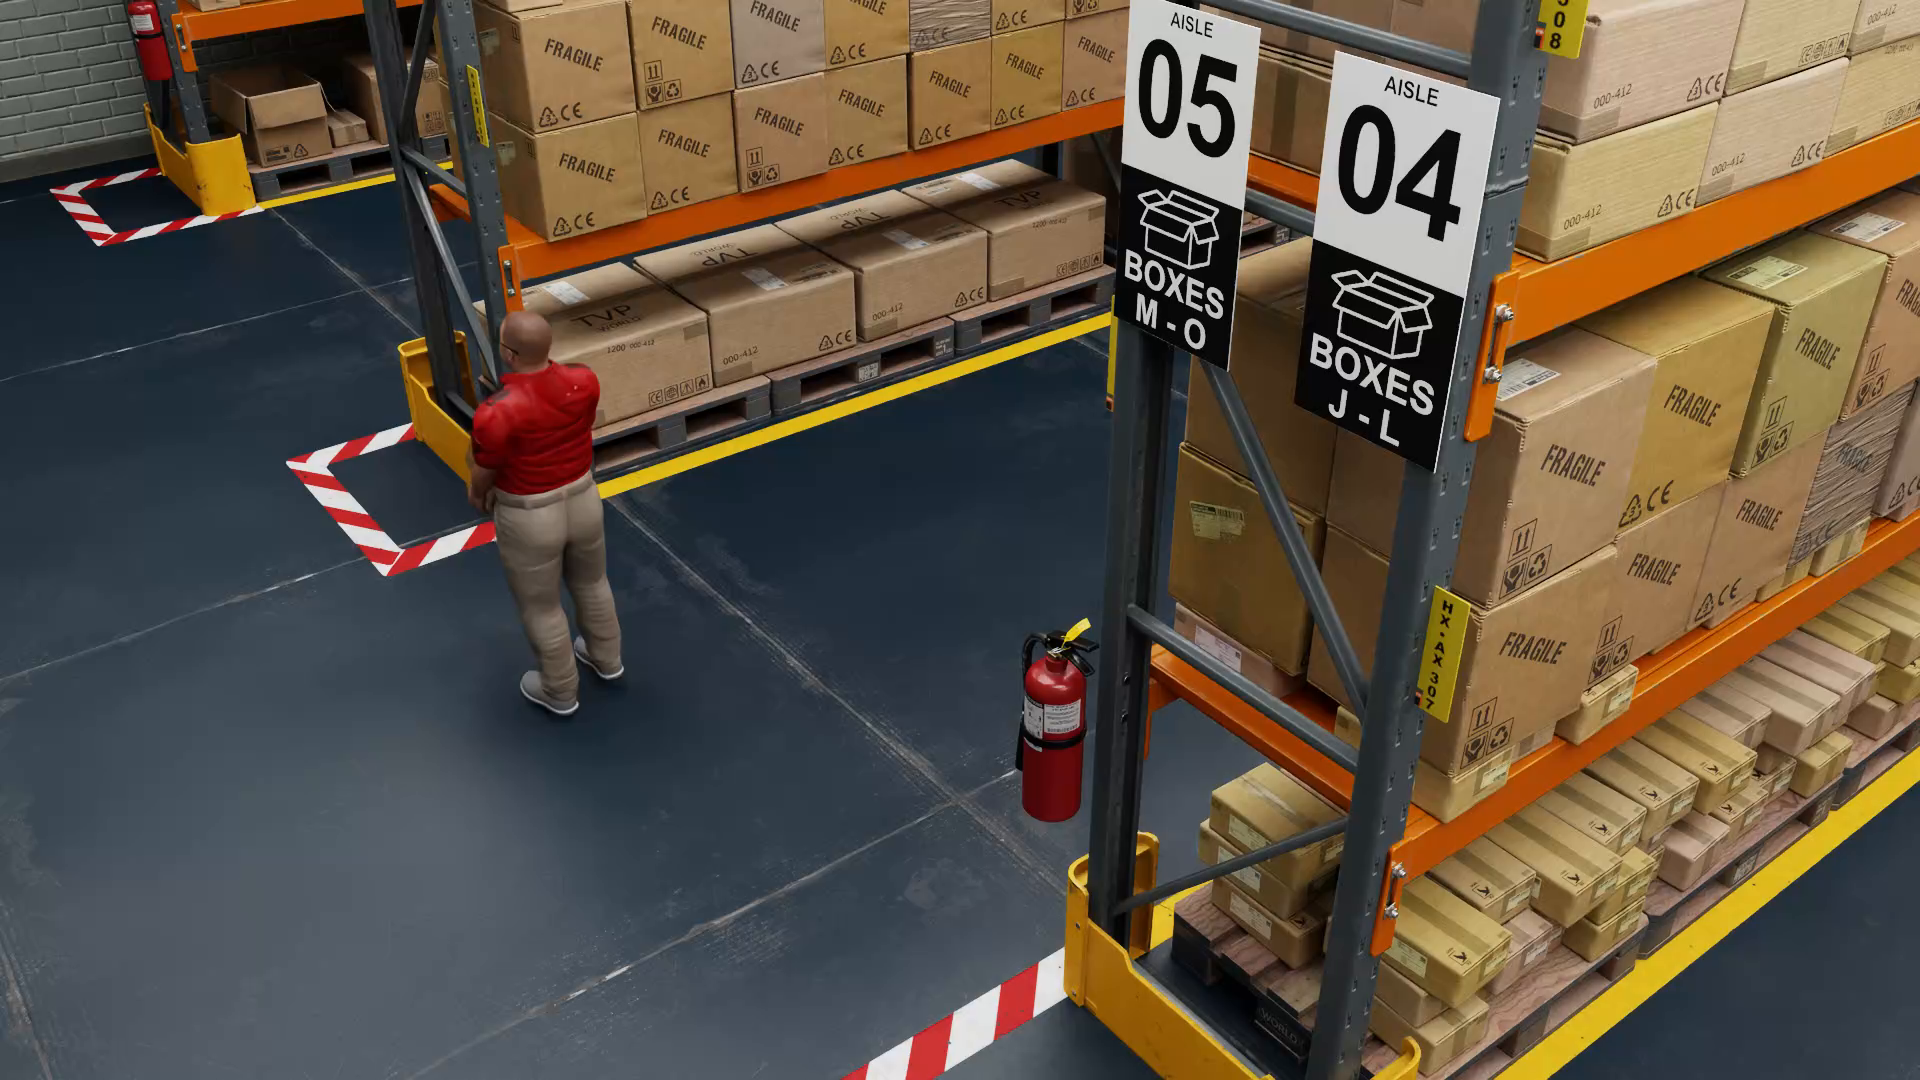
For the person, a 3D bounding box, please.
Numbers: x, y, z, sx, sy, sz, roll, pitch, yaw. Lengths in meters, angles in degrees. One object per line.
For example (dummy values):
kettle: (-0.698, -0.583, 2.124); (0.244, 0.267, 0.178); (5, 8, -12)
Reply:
person: (-1.607, -0.124, 6.348); (0.507, 1.729, 0.552); (27, 41, 36)
